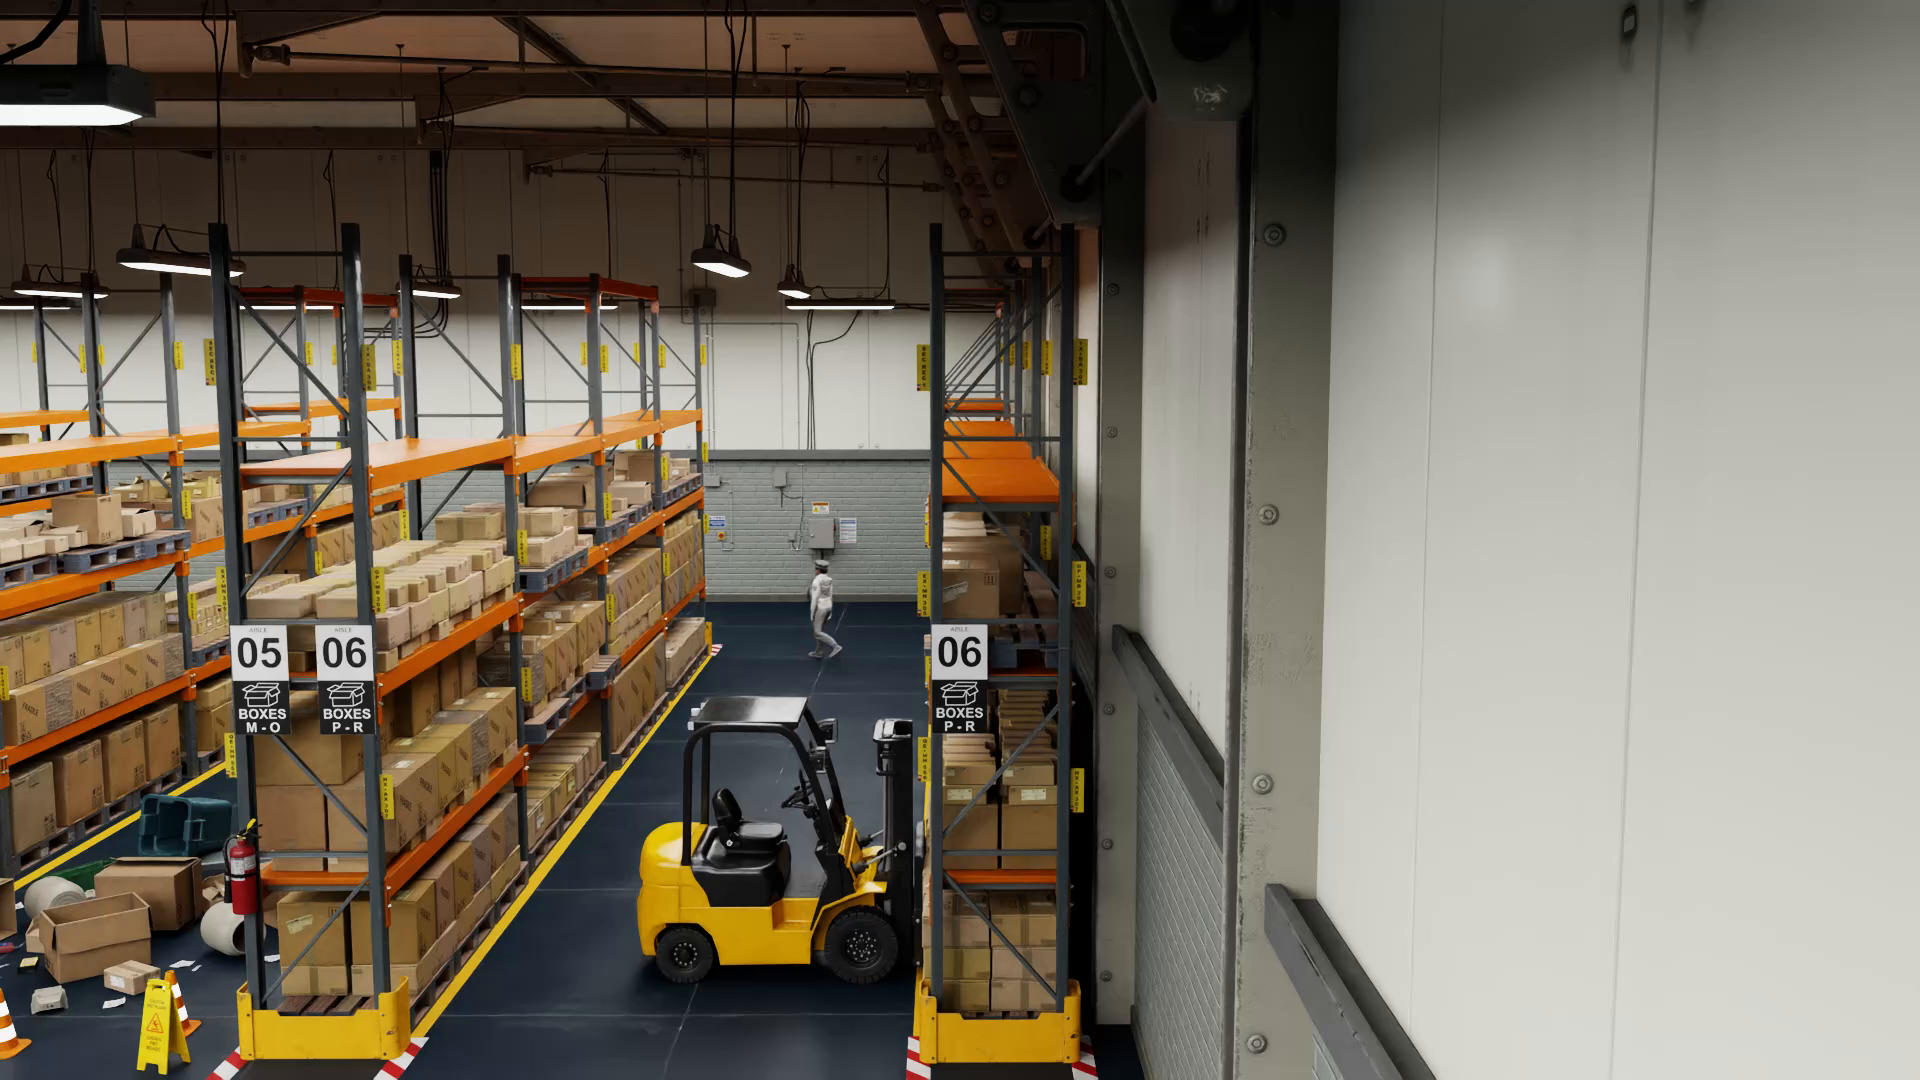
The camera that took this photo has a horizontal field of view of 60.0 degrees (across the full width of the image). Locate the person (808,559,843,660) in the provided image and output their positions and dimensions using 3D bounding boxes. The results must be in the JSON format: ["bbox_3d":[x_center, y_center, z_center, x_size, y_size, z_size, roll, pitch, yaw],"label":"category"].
[{"bbox_3d":[-2.255,1.147,27.321,0.794,1.653,0.519,4,8,29],"label":"person"}]
